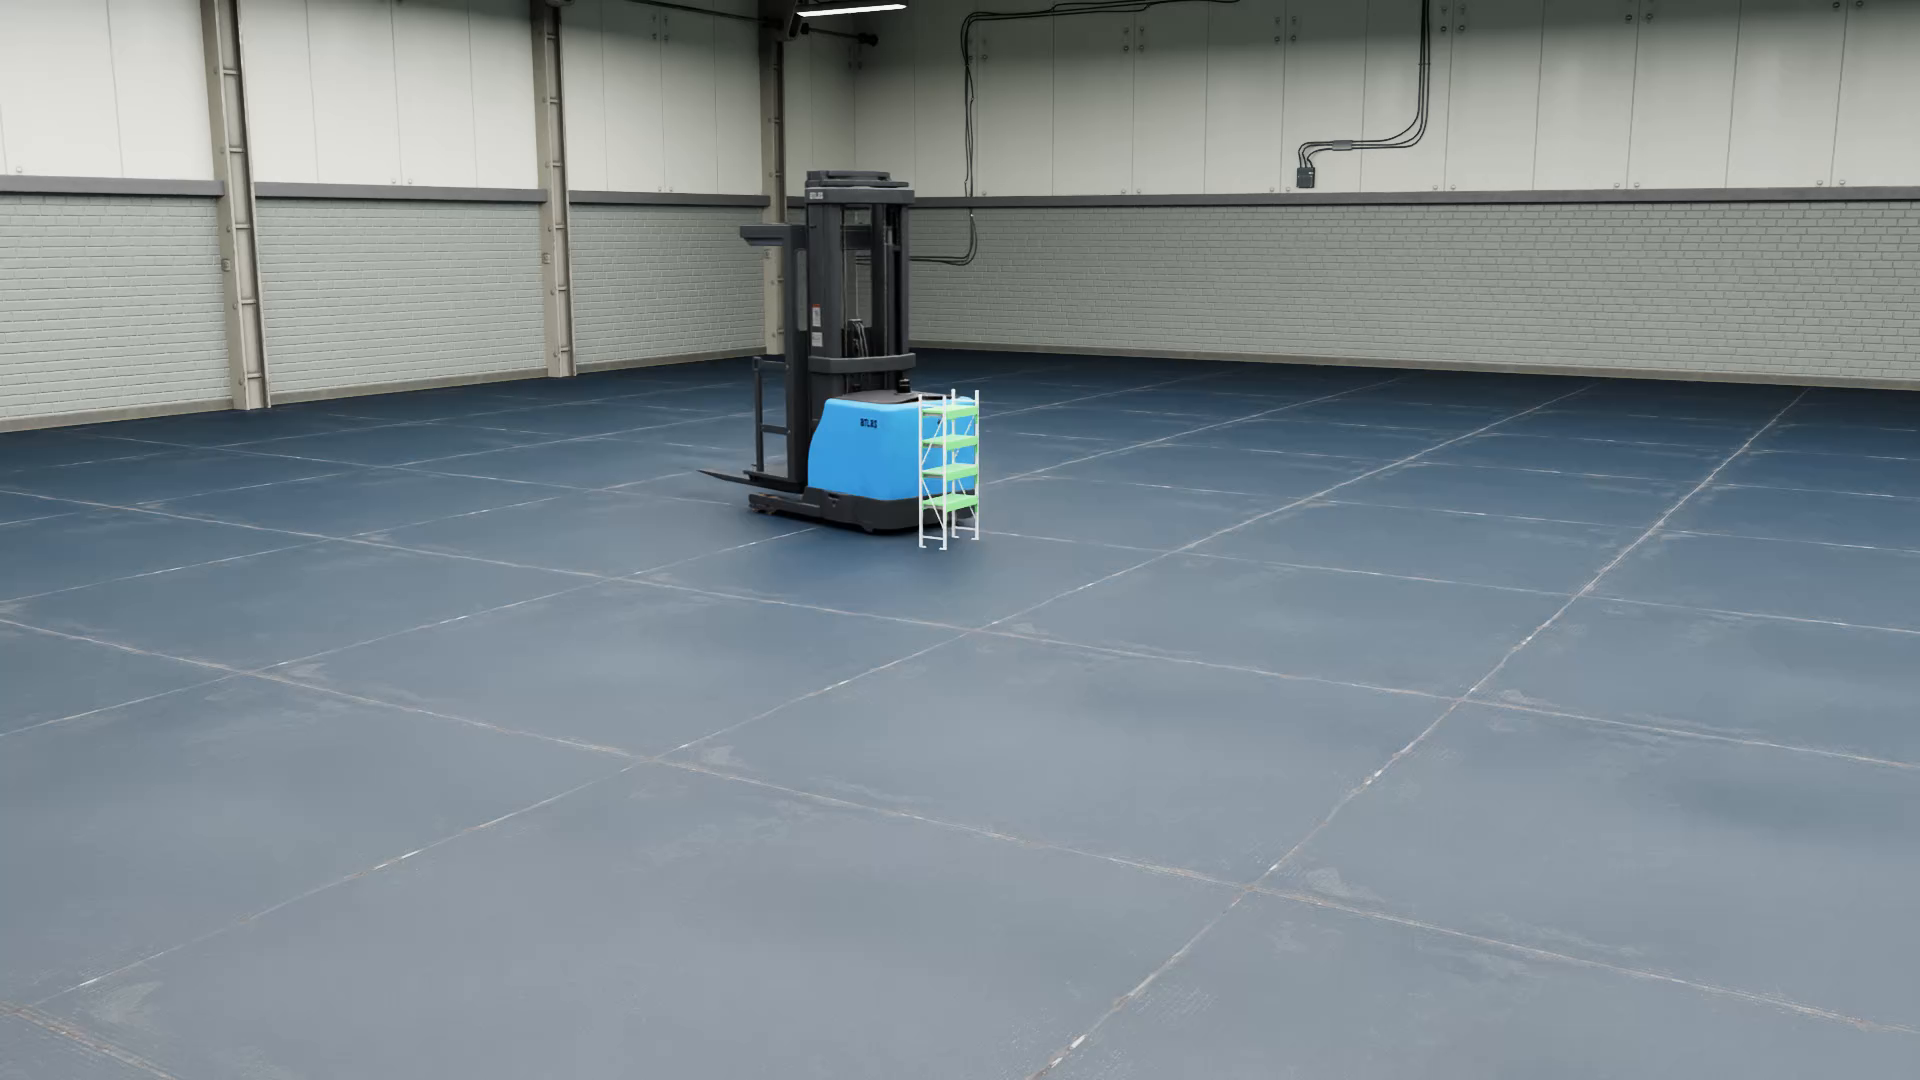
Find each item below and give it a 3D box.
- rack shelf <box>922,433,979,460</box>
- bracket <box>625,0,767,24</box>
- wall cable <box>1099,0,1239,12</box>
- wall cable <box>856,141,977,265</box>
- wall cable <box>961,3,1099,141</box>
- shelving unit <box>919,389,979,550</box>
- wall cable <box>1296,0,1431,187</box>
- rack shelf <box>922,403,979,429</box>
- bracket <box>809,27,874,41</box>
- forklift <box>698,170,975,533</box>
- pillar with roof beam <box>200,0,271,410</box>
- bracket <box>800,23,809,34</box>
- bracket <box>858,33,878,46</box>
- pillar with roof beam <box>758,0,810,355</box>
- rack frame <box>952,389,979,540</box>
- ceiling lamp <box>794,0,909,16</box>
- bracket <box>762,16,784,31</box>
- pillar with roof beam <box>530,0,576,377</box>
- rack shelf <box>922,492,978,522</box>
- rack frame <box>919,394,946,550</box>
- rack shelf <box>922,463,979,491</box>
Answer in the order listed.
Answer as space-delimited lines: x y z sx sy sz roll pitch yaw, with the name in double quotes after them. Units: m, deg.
-0.086 -0.737 13.087 0.258 0.148 0.480 6 12 31 "rack shelf"
-4.902 -9.418 29.438 0.076 0.066 4.783 6 12 31 "bracket"
3.964 -11.128 30.706 3.097 2.526 0.112 6 12 31 "wall cable"
-0.993 -6.964 34.549 3.097 2.526 0.112 6 12 31 "wall cable"
1.319 -9.188 32.704 3.097 2.526 0.112 6 12 31 "wall cable"
-0.086 -0.564 13.119 0.258 1.200 0.503 6 12 31 "shelving unit"
7.113 -9.252 29.093 2.305 6.003 0.169 6 12 31 "wall cable"
-0.086 -0.973 13.043 0.258 0.148 0.480 6 12 31 "rack shelf"
-2.210 -10.233 33.795 0.076 0.066 3.189 6 12 31 "bracket"
-1.214 -1.715 14.565 1.130 2.935 3.031 -9 14 -41 "forklift"
-6.203 -5.854 20.186 9.100 9.000 0.400 6 12 31 "pillar with roof beam"
-3.134 -9.954 32.300 0.235 0.232 0.430 6 12 31 "bracket"
-1.903 -10.326 34.291 0.235 0.232 0.430 6 12 31 "bracket"
0.027 -7.742 30.267 9.100 9.000 0.548 6 12 31 "pillar with roof beam"
0.041 -0.602 13.324 0.240 1.200 0.015 6 12 31 "rack frame"
-1.599 -9.961 26.257 2.000 3.185 0.800 6 12 31 "ceiling lamp"
-3.564 -9.823 31.603 0.235 0.232 0.430 6 12 31 "bracket"
-3.088 -6.798 25.226 9.100 9.000 0.548 6 12 31 "pillar with roof beam"
-0.086 -0.265 13.175 0.258 0.148 0.480 6 12 31 "rack shelf"
-0.213 -0.525 12.914 0.240 1.200 0.015 6 12 31 "rack frame"
-0.086 -0.501 13.131 0.258 0.148 0.480 6 12 31 "rack shelf"
